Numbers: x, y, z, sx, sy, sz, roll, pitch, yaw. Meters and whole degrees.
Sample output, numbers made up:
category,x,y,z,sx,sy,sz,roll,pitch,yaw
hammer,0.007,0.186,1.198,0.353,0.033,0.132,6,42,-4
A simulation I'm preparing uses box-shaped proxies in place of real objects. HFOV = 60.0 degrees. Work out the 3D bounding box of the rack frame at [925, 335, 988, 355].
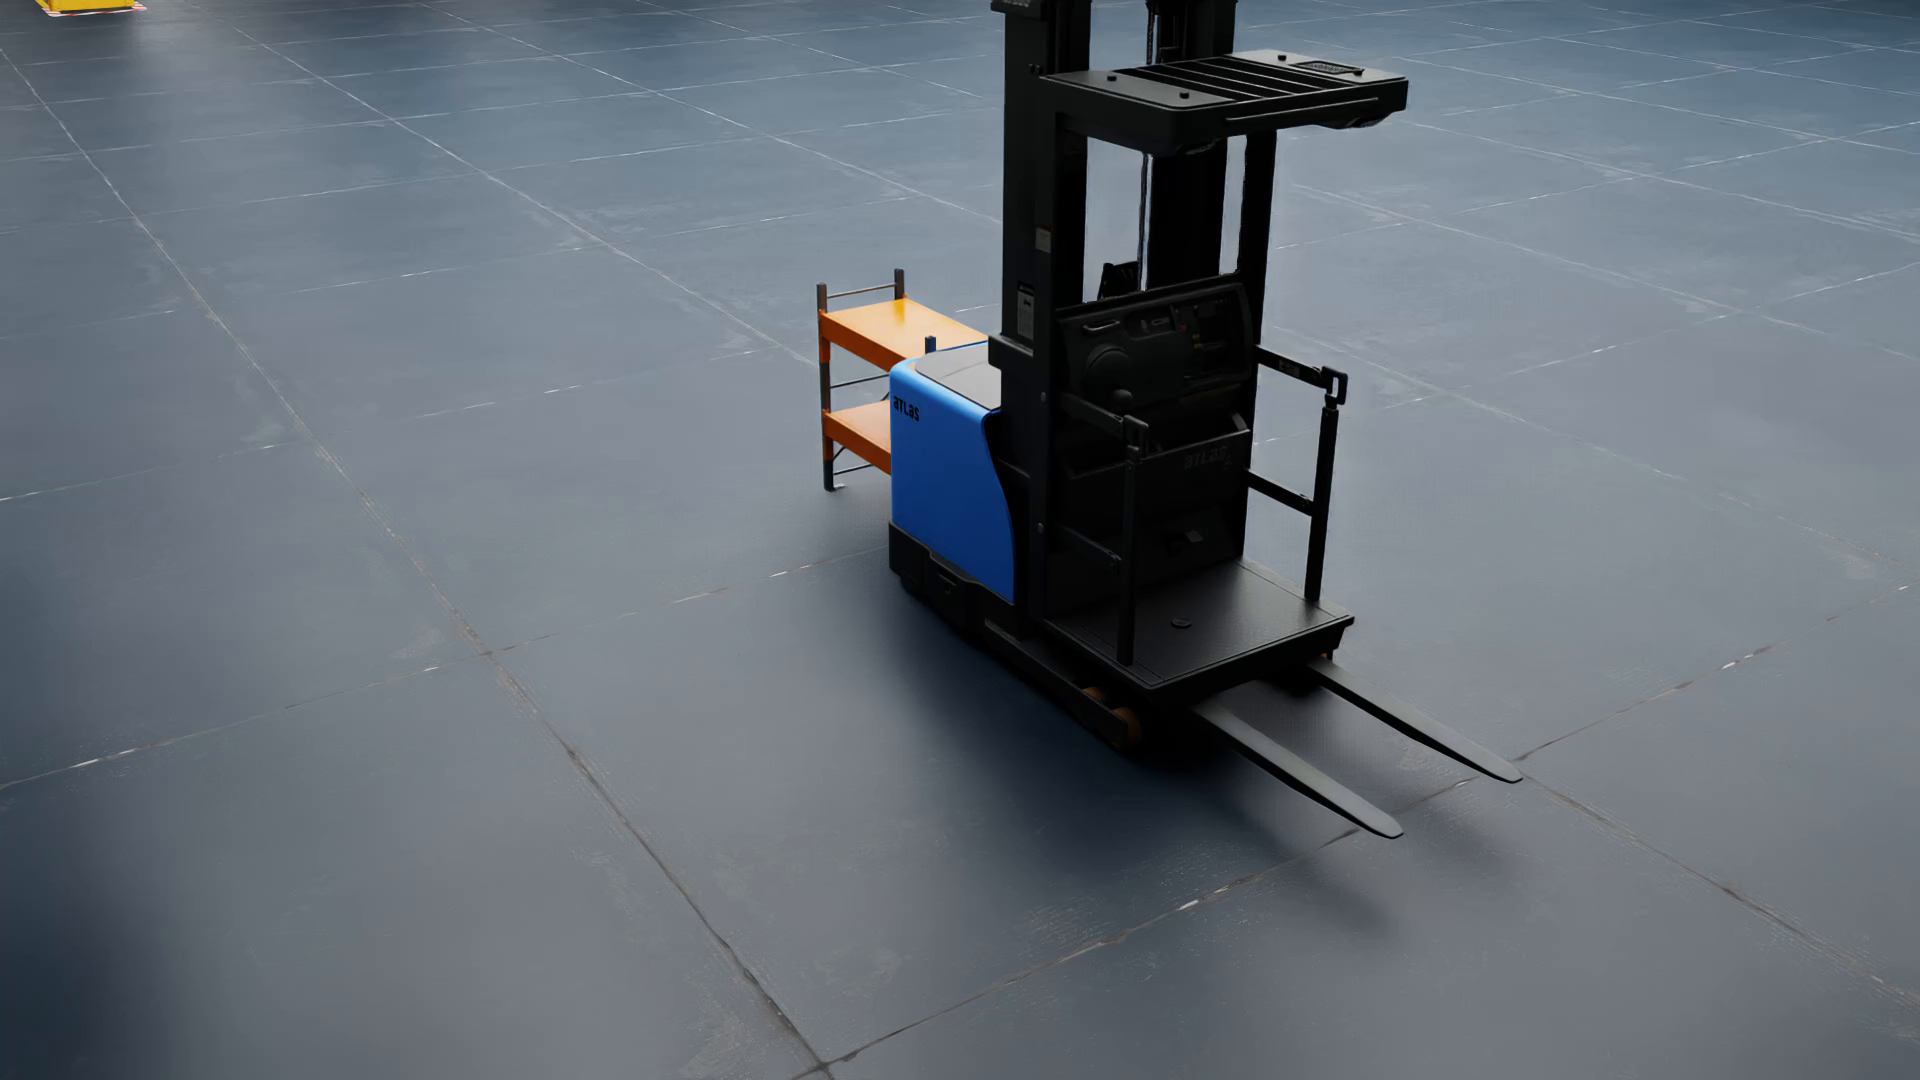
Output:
category,x,y,z,sx,sy,sz,roll,pitch,yaw
rack frame,0.056,-0.472,7.933,0.500,1.125,0.032,-16,30,-30

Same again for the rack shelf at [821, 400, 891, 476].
category,x,y,z,sx,sy,sz,roll,pitch,yaw
rack shelf,-0.224,-0.432,8.421,0.538,0.278,1.000,-16,30,-30

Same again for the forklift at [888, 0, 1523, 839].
category,x,y,z,sx,sy,sz,roll,pitch,yaw
forklift,0.899,-0.736,6.376,1.130,2.935,3.031,-16,30,-30

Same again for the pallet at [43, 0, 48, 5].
category,x,y,z,sx,sy,sz,roll,pitch,yaw
pallet,-13.850,-8.585,26.188,1.003,0.211,1.213,-16,29,-30

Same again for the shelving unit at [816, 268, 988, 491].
category,x,y,z,sx,sy,sz,roll,pitch,yaw
shelving unit,-0.224,-0.653,8.316,0.538,1.125,1.048,-16,30,-30

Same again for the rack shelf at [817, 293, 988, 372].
category,x,y,z,sx,sy,sz,roll,pitch,yaw
rack shelf,-0.224,-0.918,8.191,0.538,0.278,1.000,-16,30,-30

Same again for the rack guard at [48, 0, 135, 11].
category,x,y,z,sx,sy,sz,roll,pitch,yaw
rack guard,-13.384,-8.443,25.550,1.175,0.500,0.348,-16,29,-30

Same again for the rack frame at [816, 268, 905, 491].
category,x,y,z,sx,sy,sz,roll,pitch,yaw
rack frame,-0.504,-0.834,8.700,0.500,1.125,0.032,-16,30,-30
